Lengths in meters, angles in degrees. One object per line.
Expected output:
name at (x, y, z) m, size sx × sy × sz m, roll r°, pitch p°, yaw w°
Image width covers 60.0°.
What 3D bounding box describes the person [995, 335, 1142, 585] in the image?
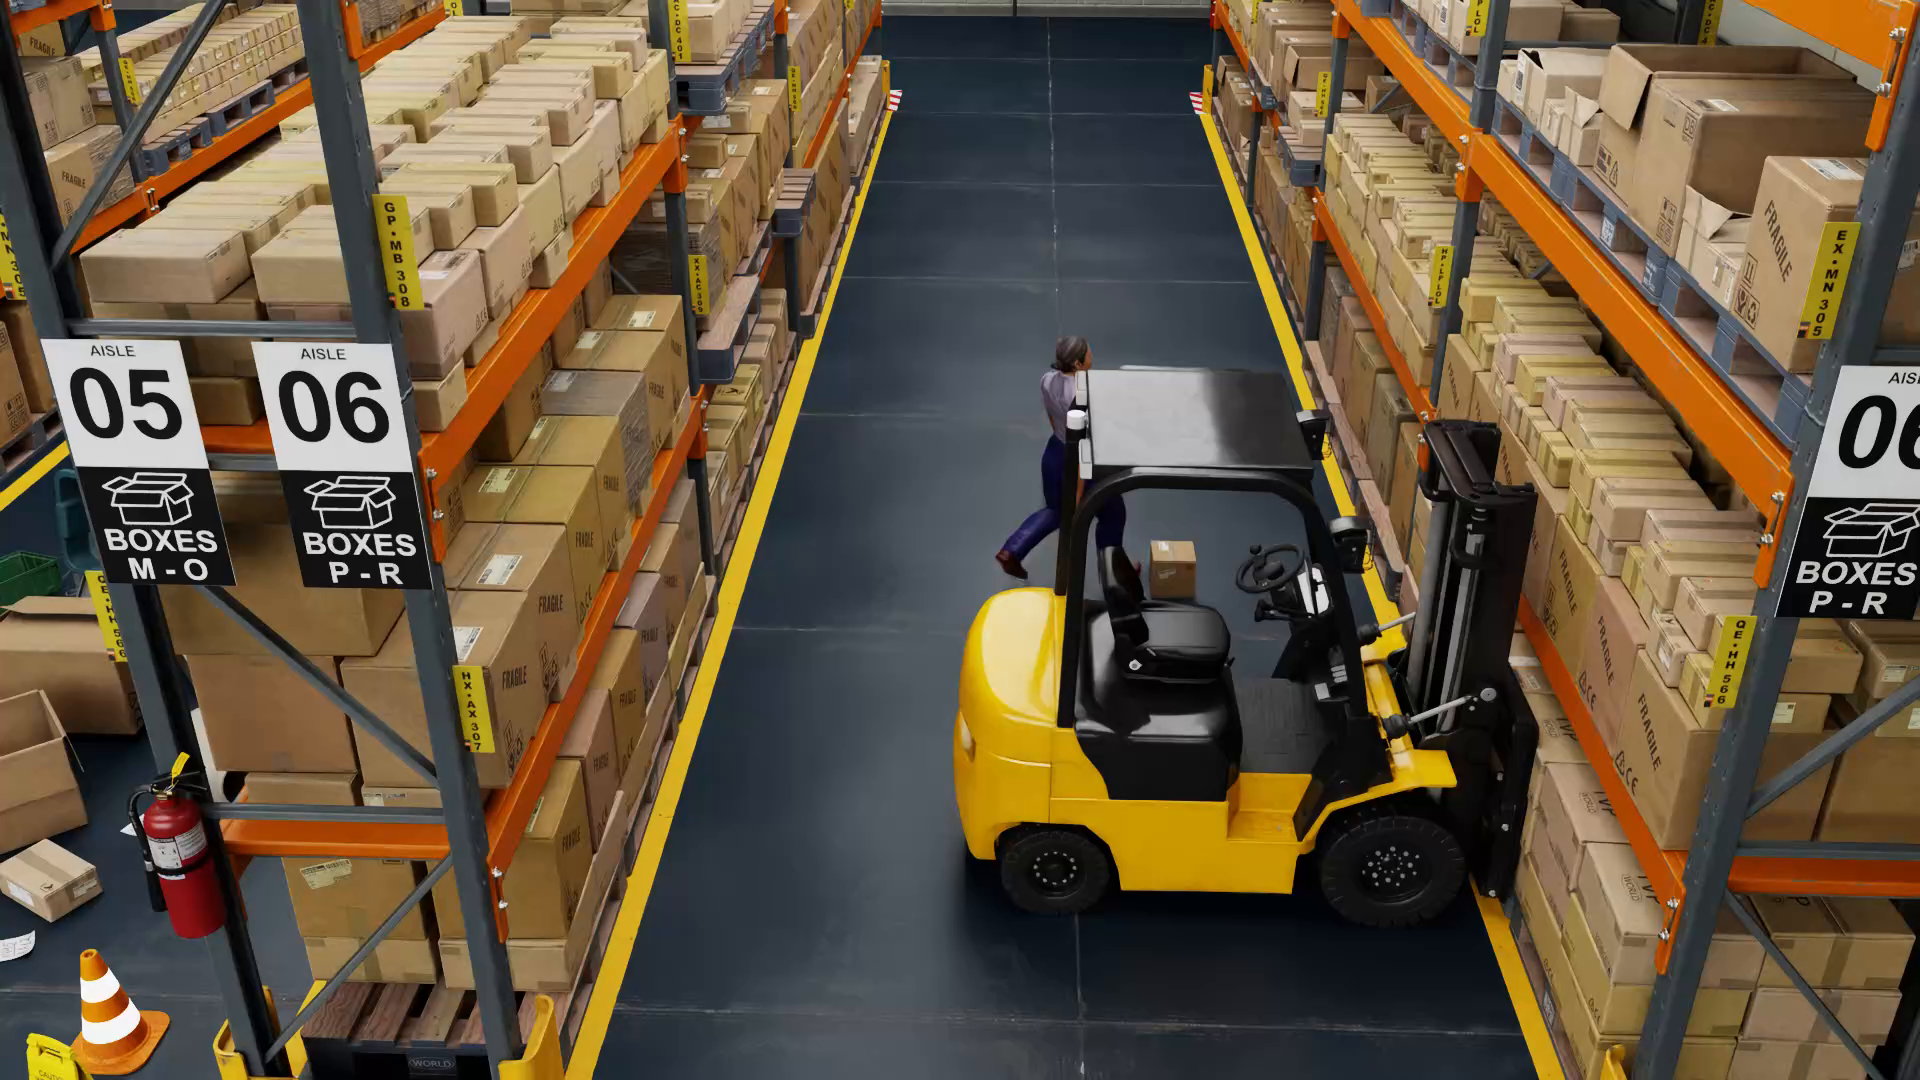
person at (0.672, -0.431, 9.464) m, size 0.880 × 1.605 × 0.482 m, roll -19°, pitch 33°, yaw -31°
